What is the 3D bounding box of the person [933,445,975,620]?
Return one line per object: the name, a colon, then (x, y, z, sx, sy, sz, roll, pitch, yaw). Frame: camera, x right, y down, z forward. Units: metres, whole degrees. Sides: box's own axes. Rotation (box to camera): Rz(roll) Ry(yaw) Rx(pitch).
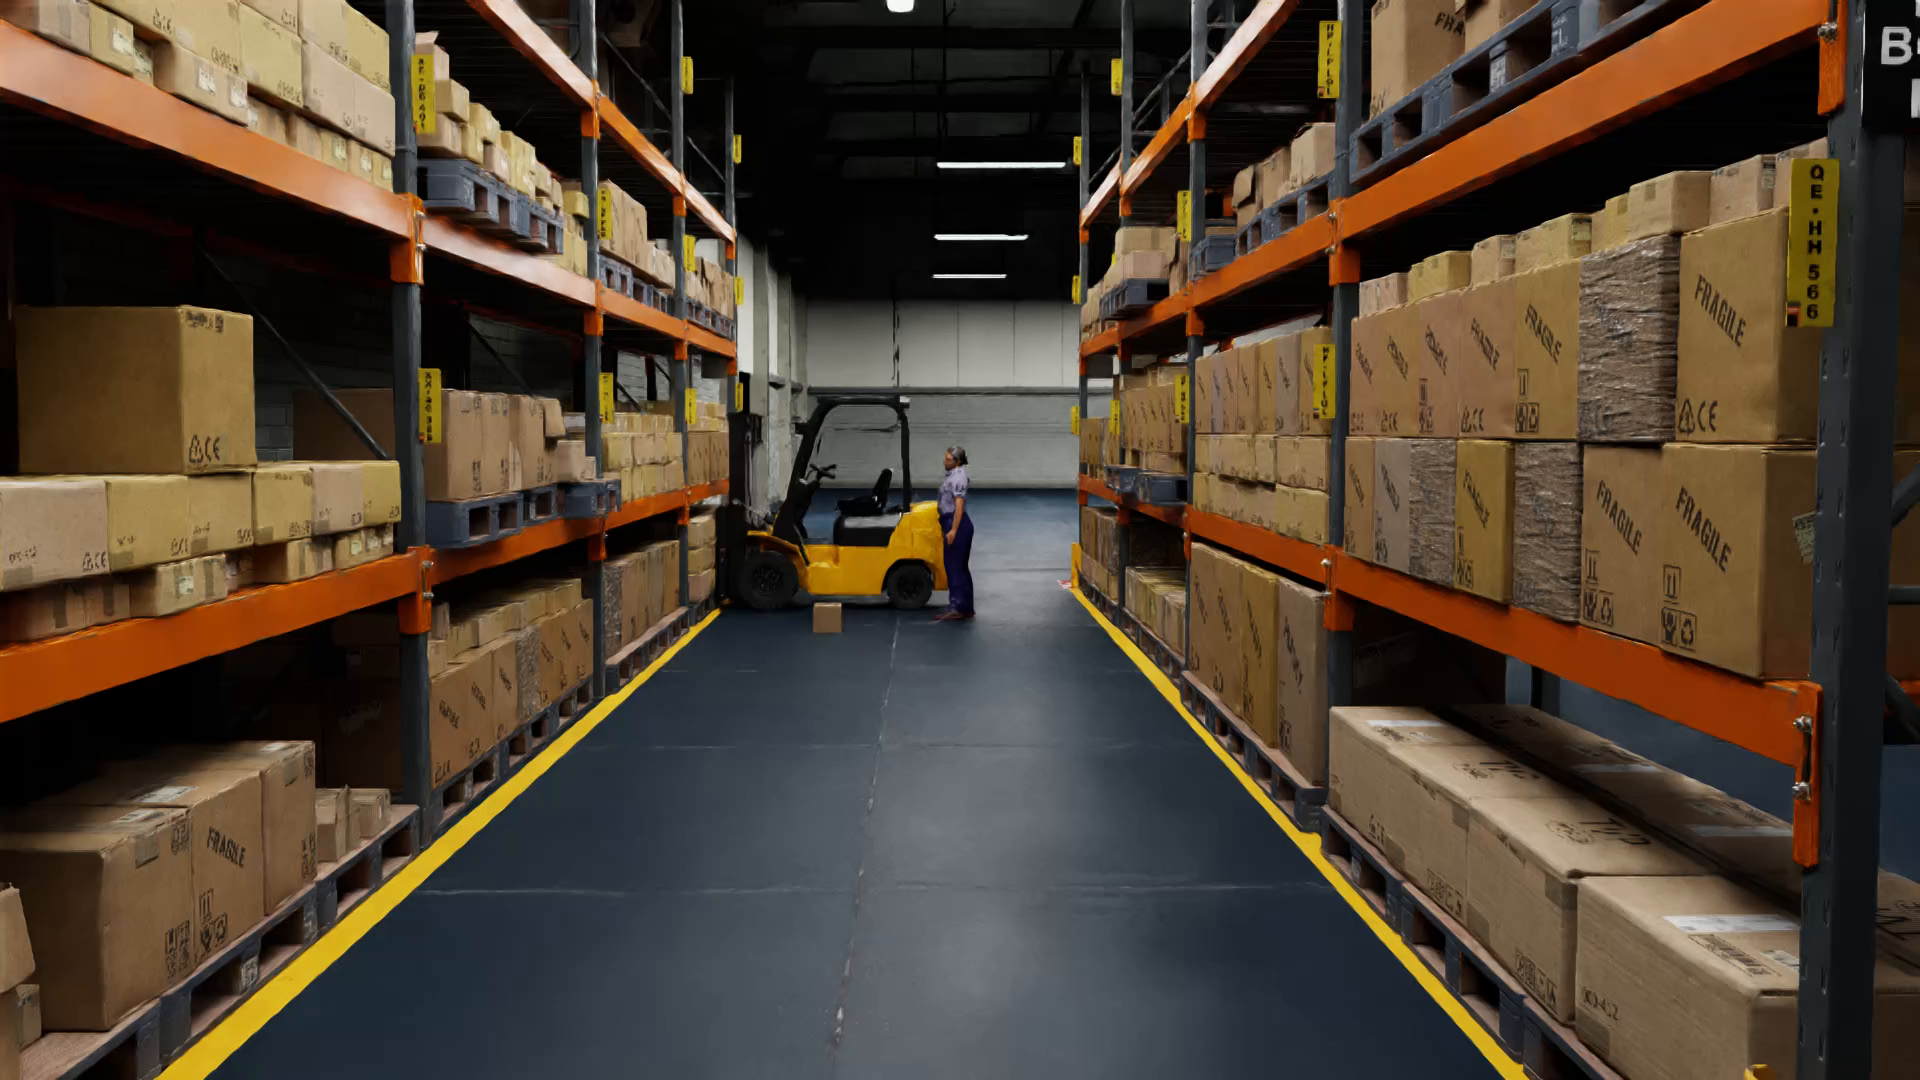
person: (-0.059, -0.069, 15.810, 0.401, 1.648, 0.624, 0, 4, -1)
